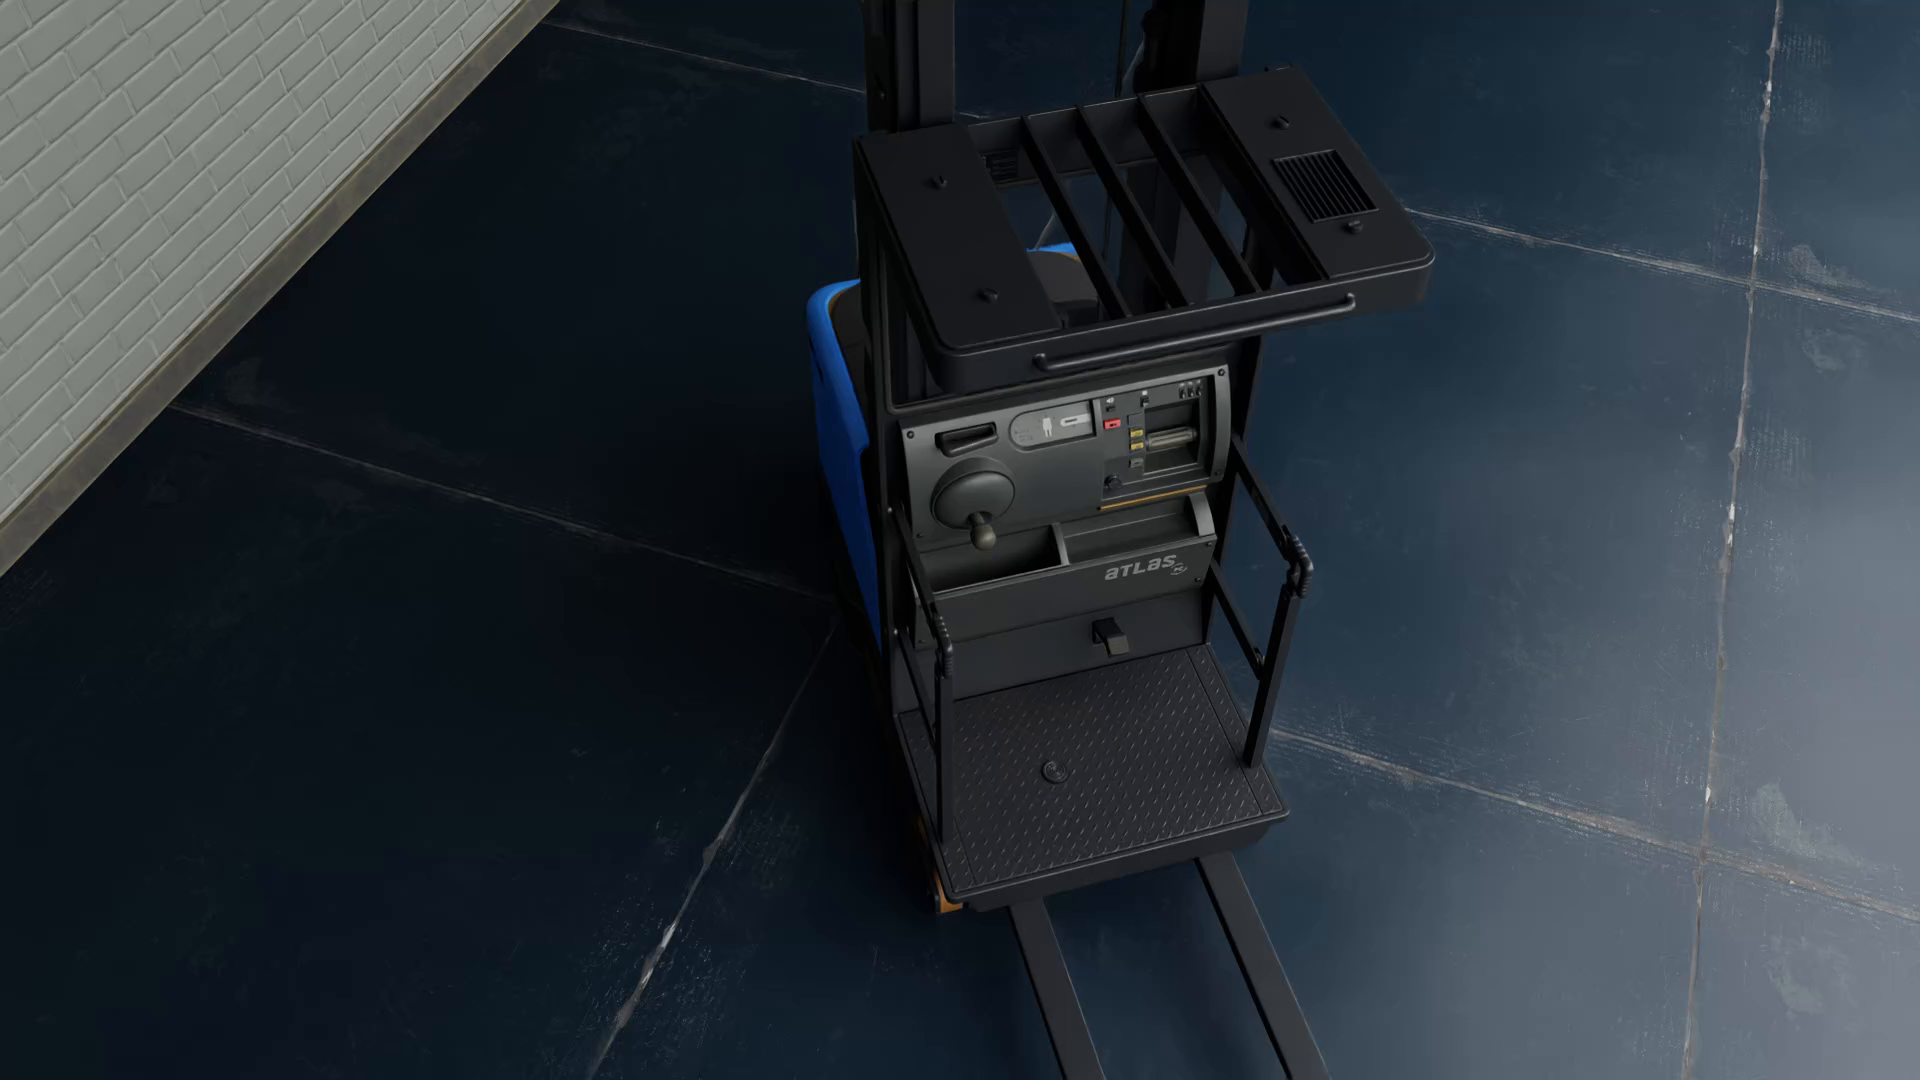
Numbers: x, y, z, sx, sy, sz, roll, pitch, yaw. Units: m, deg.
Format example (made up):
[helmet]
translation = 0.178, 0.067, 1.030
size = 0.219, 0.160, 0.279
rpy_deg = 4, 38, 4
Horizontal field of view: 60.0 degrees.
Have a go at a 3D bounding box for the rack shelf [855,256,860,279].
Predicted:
[rack shelf]
translation = -0.213, -0.970, 5.876
size = 0.258, 0.103, 0.180
rpy_deg = -33, 55, -25

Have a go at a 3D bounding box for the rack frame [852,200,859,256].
[rack frame]
translation = -0.267, -0.810, 6.158
size = 0.240, 1.200, 0.006
rpy_deg = -33, 55, -25

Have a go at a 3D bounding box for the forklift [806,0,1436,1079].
[forklift]
translation = 0.360, -0.130, 4.423
size = 1.130, 2.935, 3.031
rpy_deg = -12, 50, -10

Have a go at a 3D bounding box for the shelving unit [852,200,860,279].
[shelving unit]
translation = -0.208, -0.759, 6.111
size = 0.258, 1.200, 0.189
rpy_deg = -33, 55, -25
